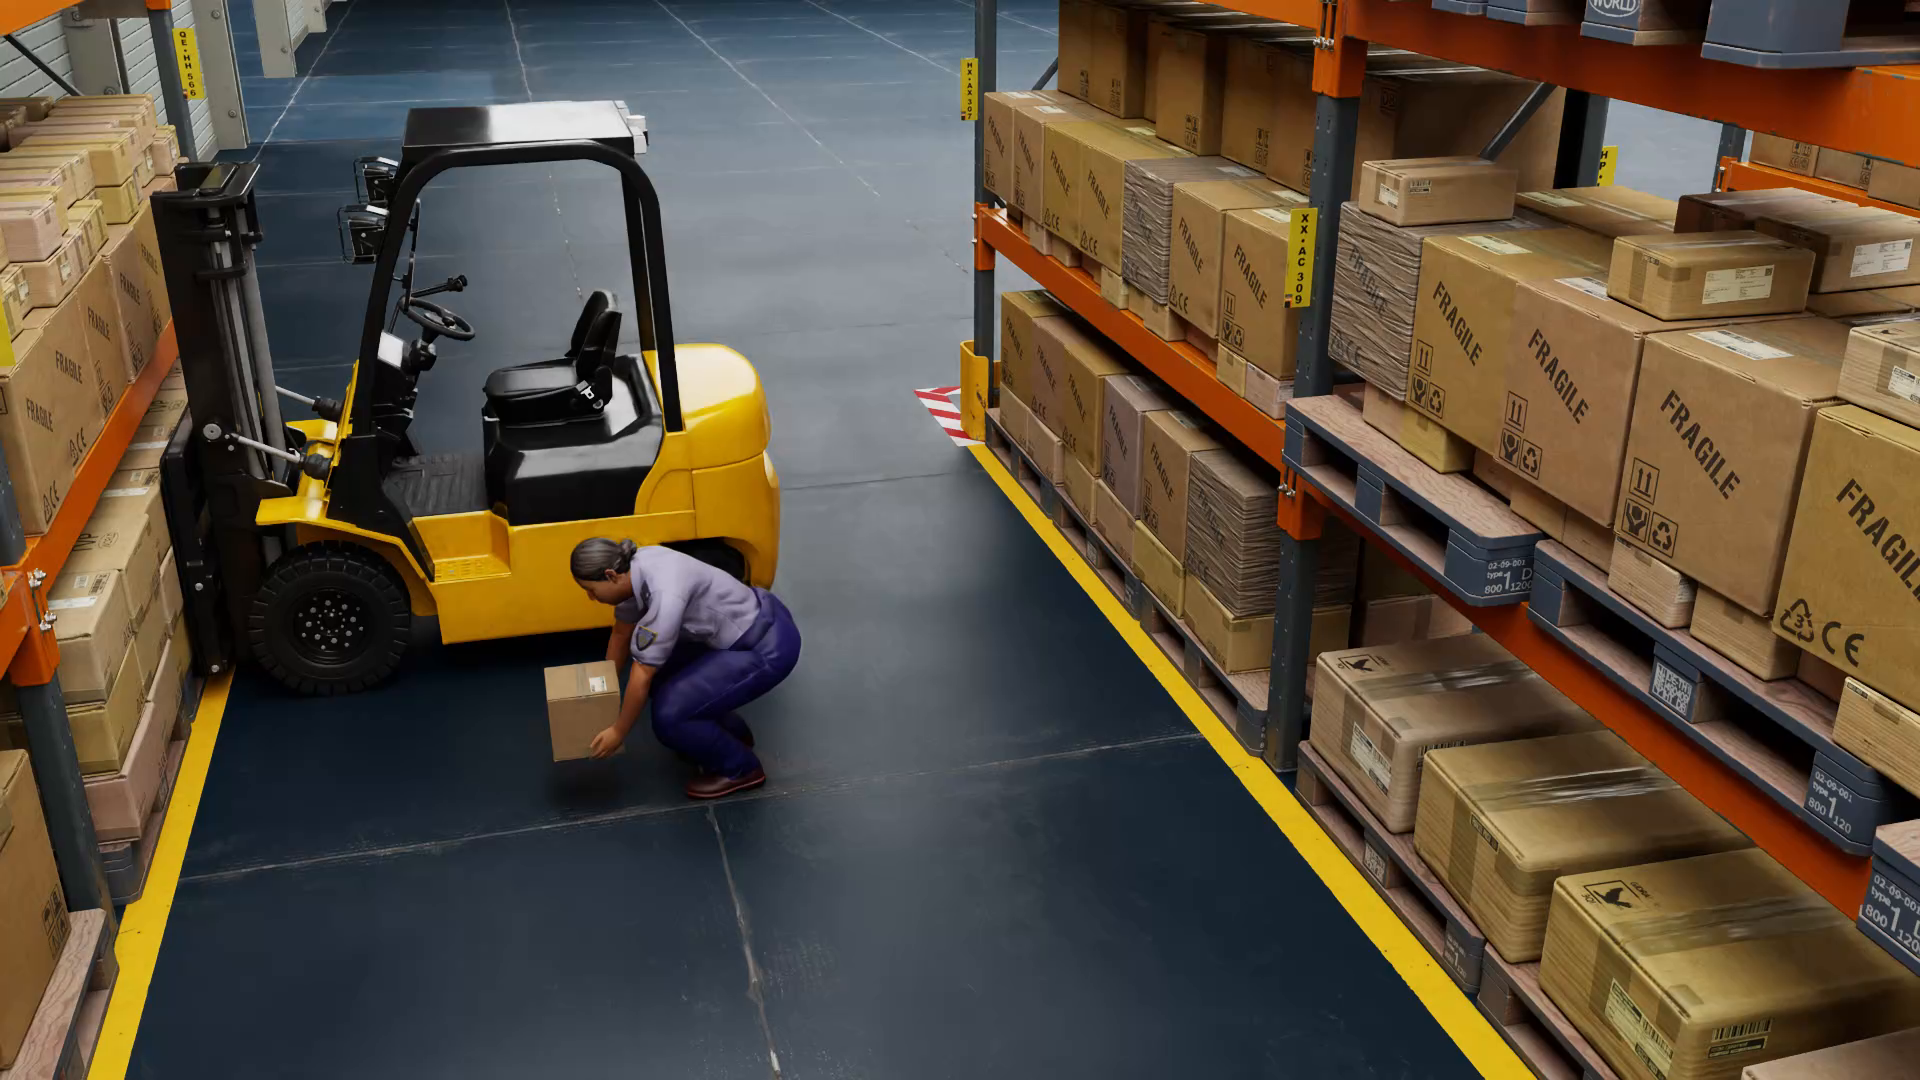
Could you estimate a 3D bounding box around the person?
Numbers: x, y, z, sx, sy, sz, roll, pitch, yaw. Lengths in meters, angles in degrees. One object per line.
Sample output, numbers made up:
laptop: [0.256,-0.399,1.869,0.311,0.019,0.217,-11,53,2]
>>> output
person: [-0.973,0.414,5.961,0.803,1.013,0.529,-6,24,-14]
